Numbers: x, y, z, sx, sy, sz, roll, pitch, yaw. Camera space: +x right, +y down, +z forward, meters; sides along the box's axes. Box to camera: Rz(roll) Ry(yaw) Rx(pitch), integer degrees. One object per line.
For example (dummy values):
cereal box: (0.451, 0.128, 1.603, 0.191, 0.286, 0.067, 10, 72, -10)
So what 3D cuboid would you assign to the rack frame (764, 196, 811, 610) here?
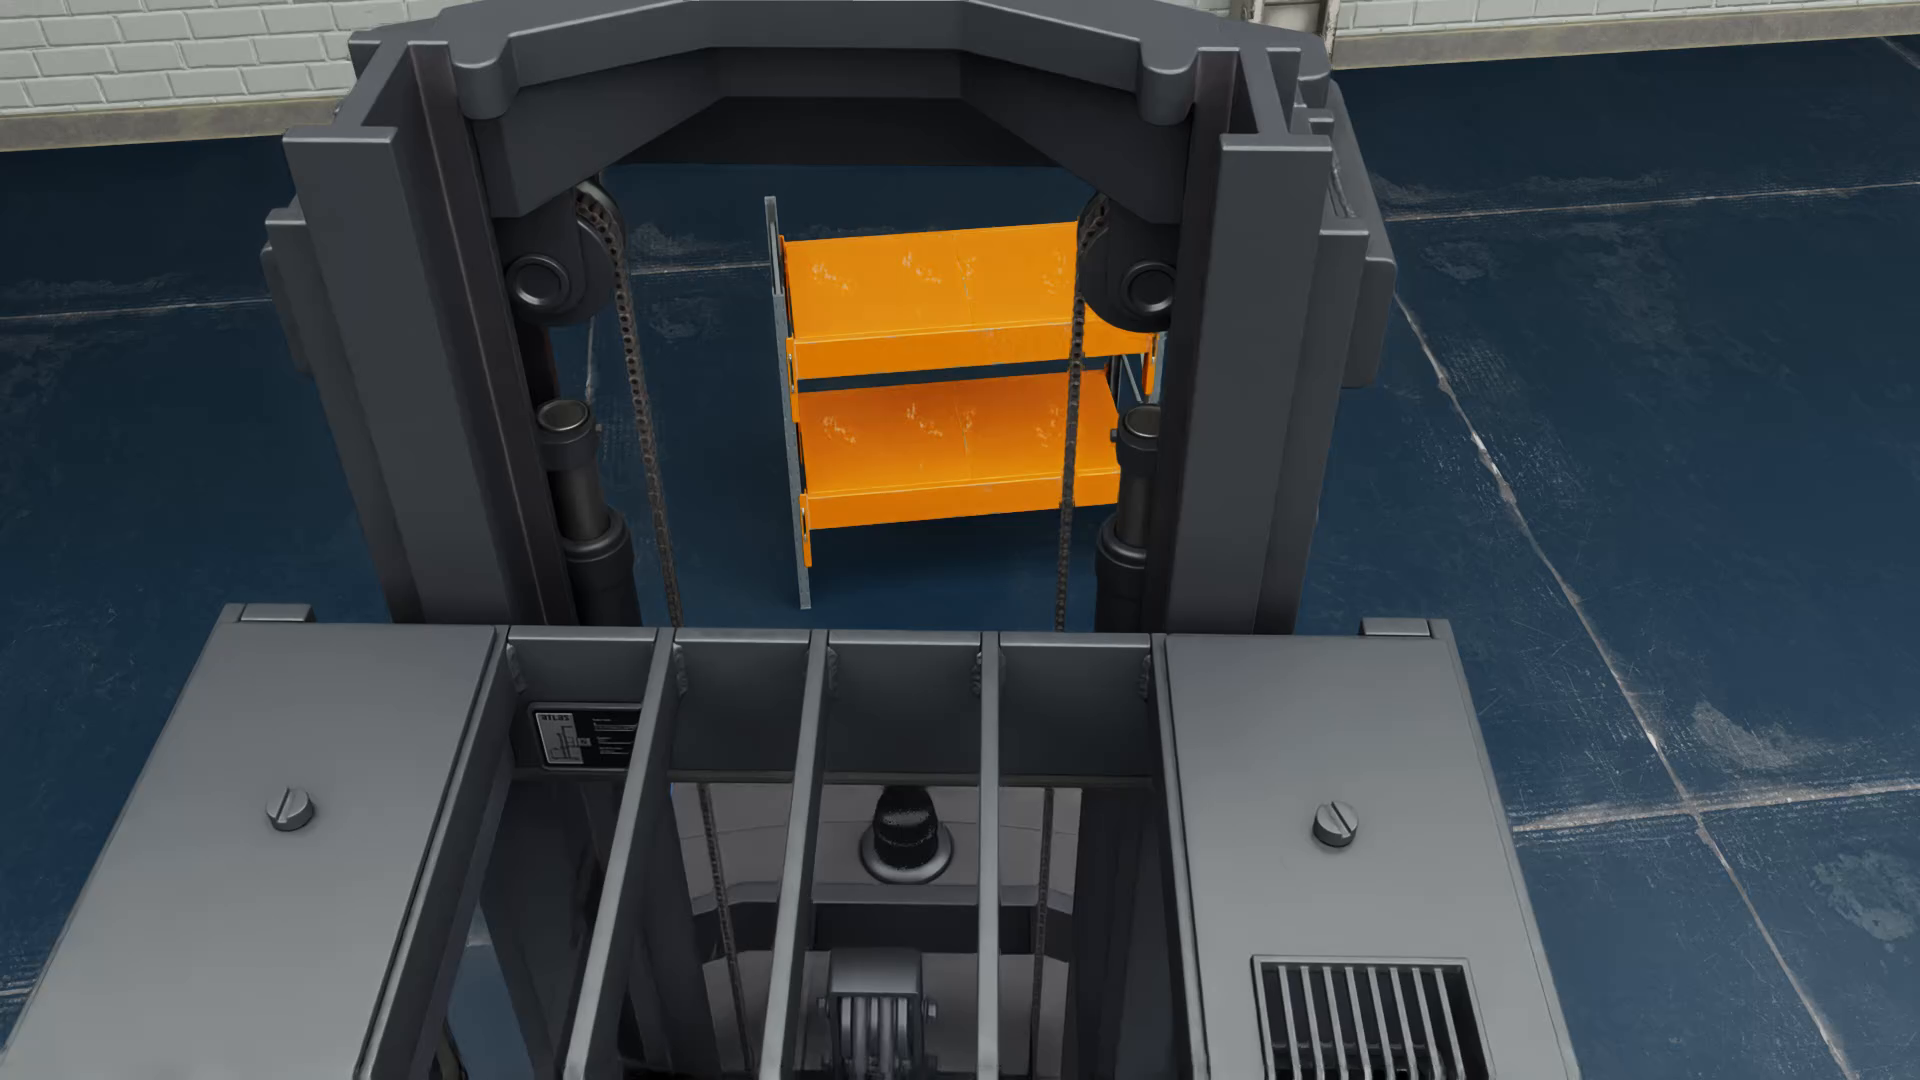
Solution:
rack frame: (-0.497, -0.374, 4.825, 0.032, 1.125, 0.500, -5, 42, -6)

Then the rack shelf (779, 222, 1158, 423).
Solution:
rack shelf: (0.007, -0.636, 4.678, 1.000, 0.278, 0.538, -5, 42, -6)

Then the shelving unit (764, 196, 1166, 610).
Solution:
shelving unit: (0.007, -0.418, 4.874, 1.048, 1.125, 0.538, -5, 42, -6)

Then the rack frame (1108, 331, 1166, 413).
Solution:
rack frame: (0.511, -0.462, 4.923, 0.032, 1.125, 0.500, -5, 42, -6)

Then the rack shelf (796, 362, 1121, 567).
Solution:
rack shelf: (0.007, -0.237, 5.038, 1.000, 0.278, 0.538, -5, 42, -6)

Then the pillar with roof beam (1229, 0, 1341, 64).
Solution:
pillar with roof beam: (1.977, -2.538, 1.345, 0.400, 9.000, 9.100, -5, 42, -6)

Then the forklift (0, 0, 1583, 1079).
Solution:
forklift: (-0.116, 1.029, 1.921, 1.130, 2.935, 3.031, 1, 42, 1)
